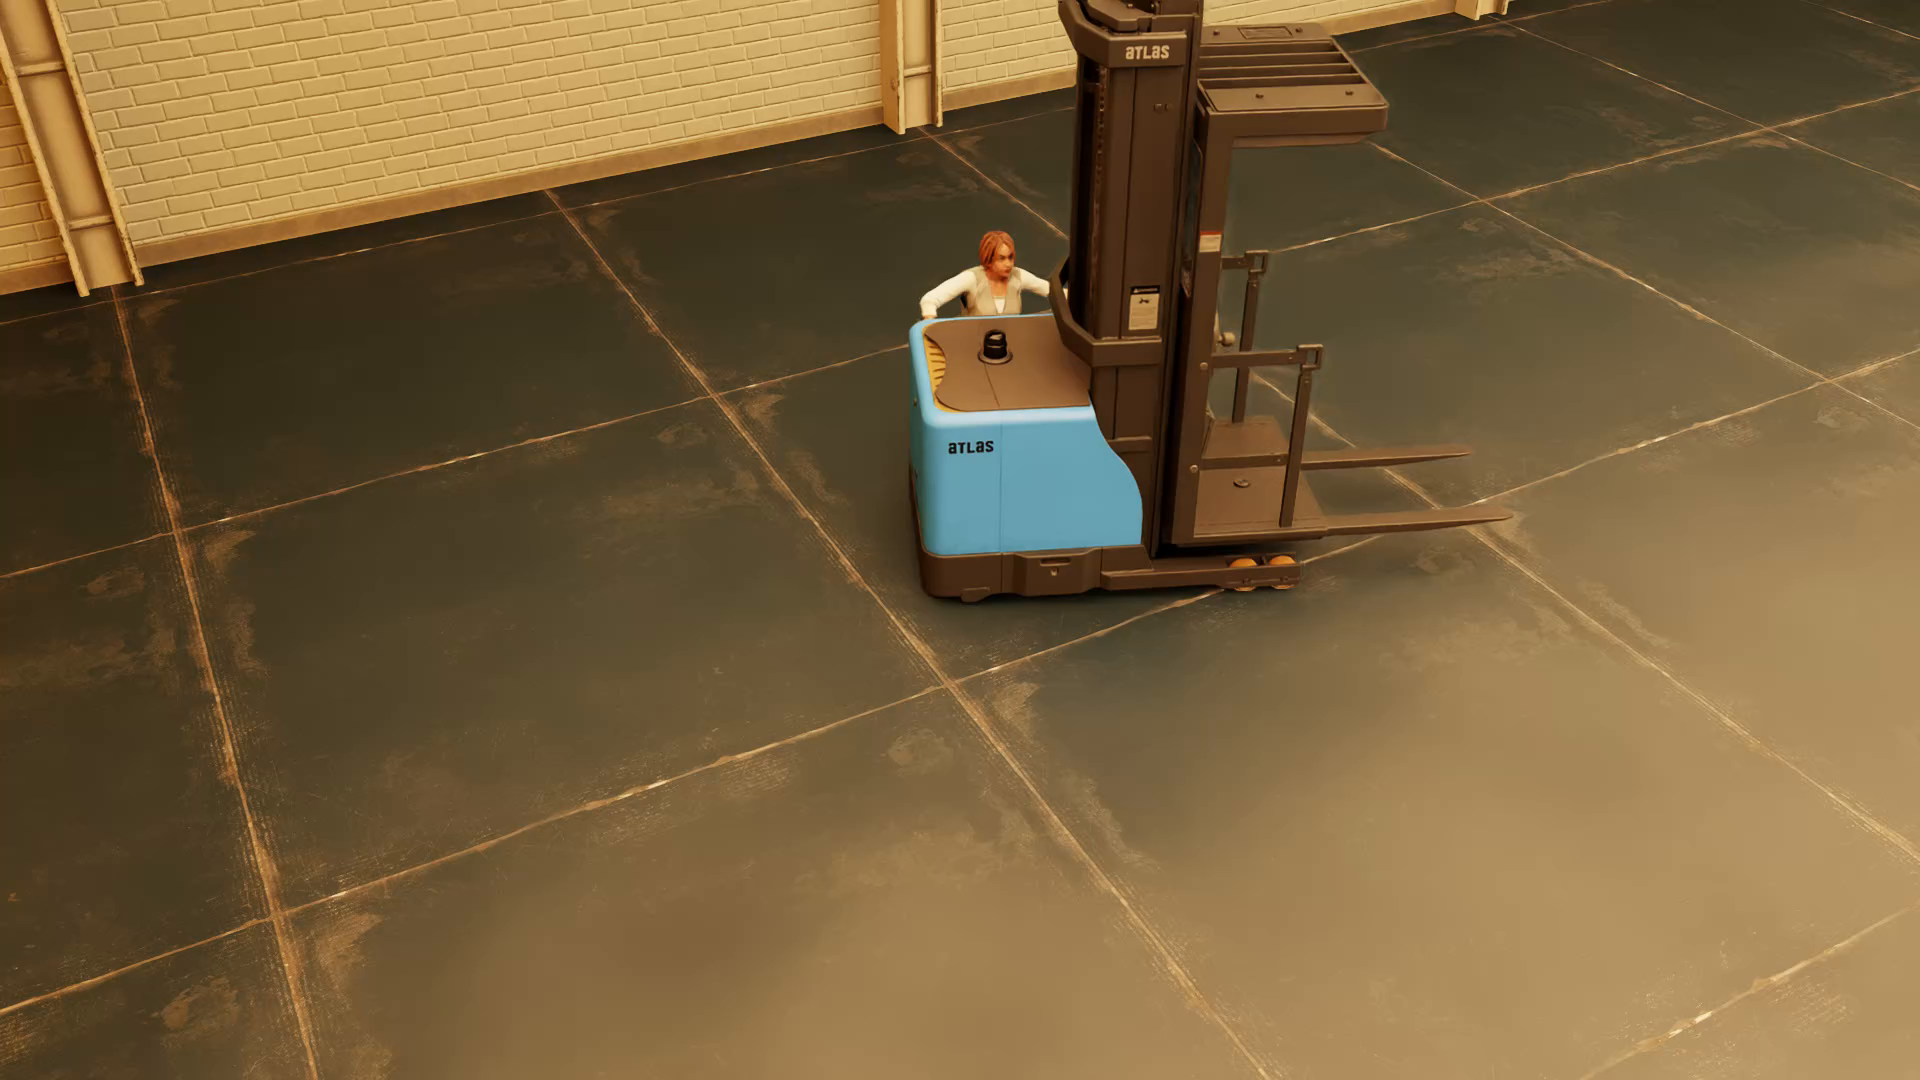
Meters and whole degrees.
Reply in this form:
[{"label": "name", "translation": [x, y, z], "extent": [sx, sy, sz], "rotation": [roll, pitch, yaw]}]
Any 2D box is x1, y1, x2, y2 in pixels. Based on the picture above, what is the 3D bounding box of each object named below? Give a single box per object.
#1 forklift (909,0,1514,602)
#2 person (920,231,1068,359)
[{"label": "forklift", "translation": [1.279, -1.241, 7.879], "extent": [3.031, 2.935, 1.130], "rotation": [-3, 35, -5]}, {"label": "person", "translation": [0.243, -0.887, 8.717], "extent": [0.906, 1.365, 0.754], "rotation": [-20, 40, -26]}]
